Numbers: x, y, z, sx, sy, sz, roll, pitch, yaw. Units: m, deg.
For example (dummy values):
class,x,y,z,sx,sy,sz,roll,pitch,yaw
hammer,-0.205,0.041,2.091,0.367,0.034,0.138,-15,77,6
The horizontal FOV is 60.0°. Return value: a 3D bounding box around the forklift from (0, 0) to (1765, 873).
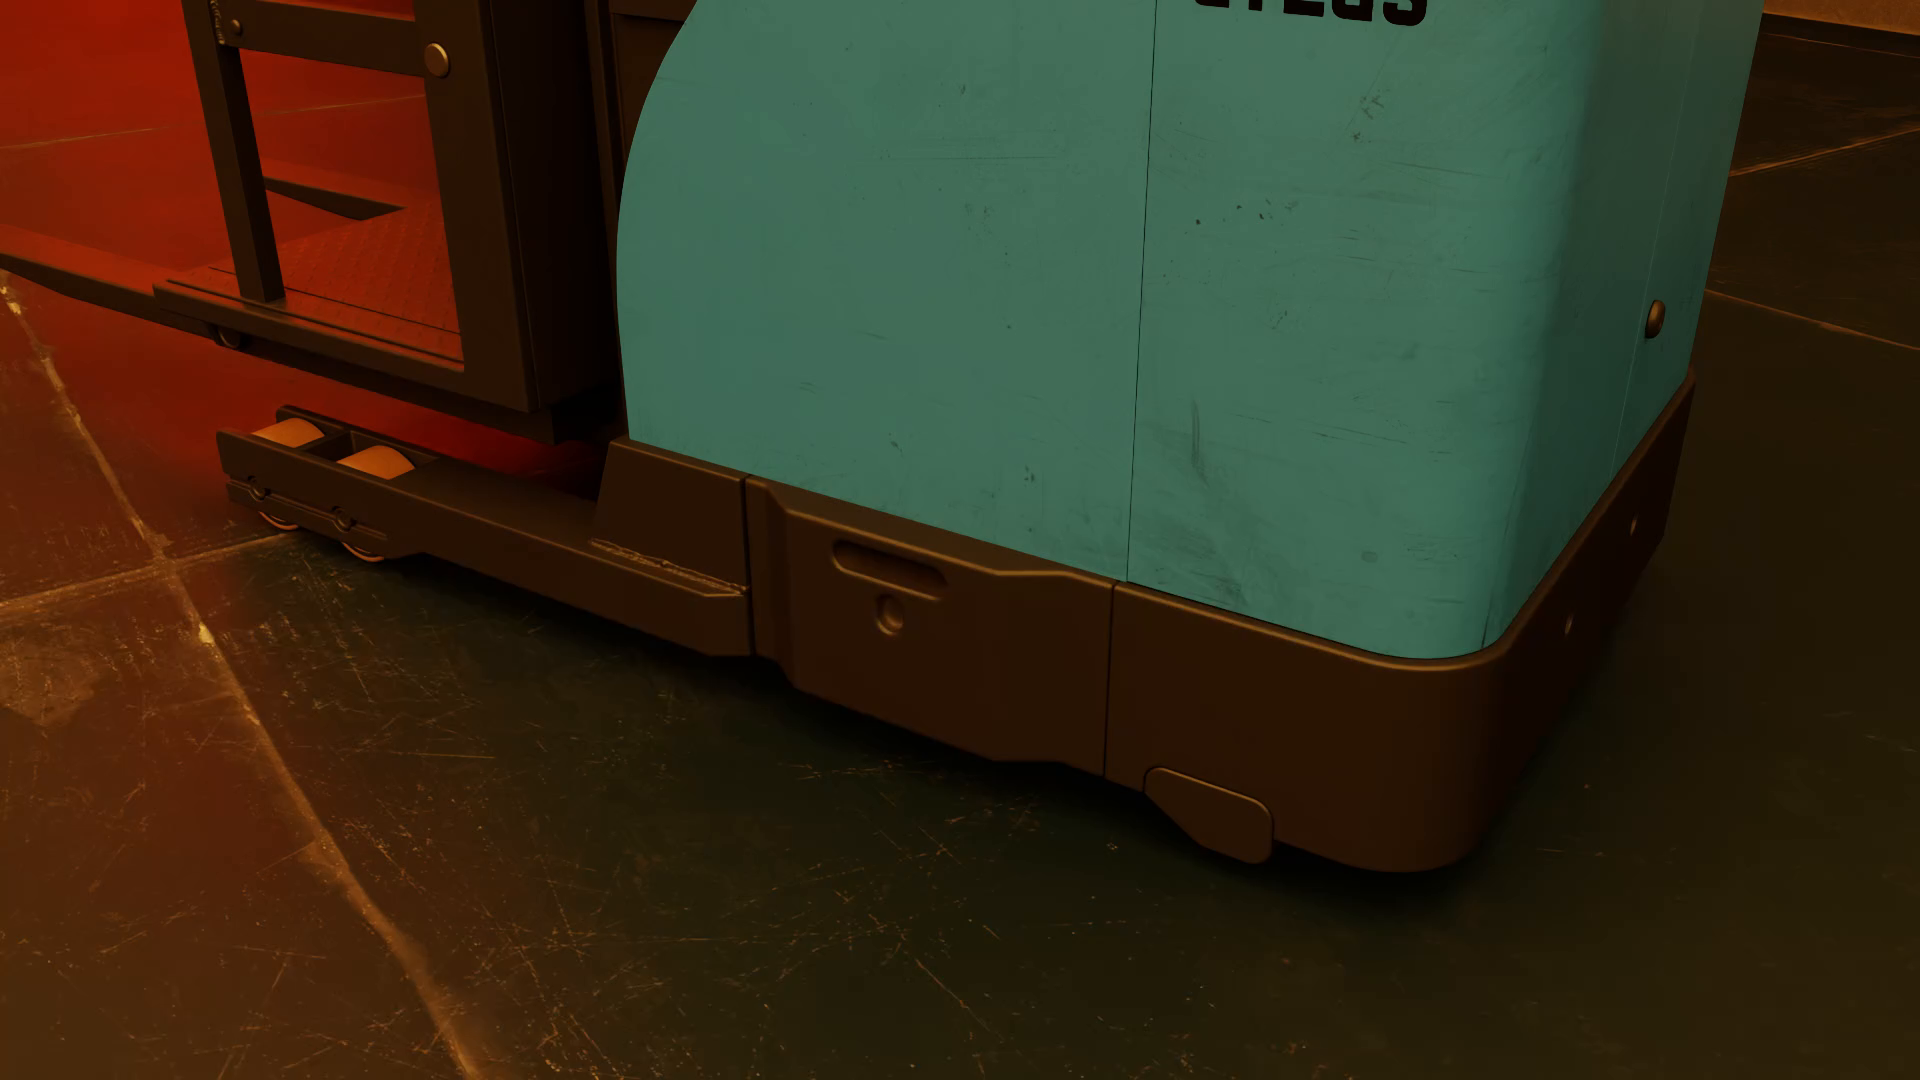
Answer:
class,x,y,z,sx,sy,sz,roll,pitch,yaw
forklift,-0.511,-1.459,2.139,3.031,2.935,1.130,16,31,29
